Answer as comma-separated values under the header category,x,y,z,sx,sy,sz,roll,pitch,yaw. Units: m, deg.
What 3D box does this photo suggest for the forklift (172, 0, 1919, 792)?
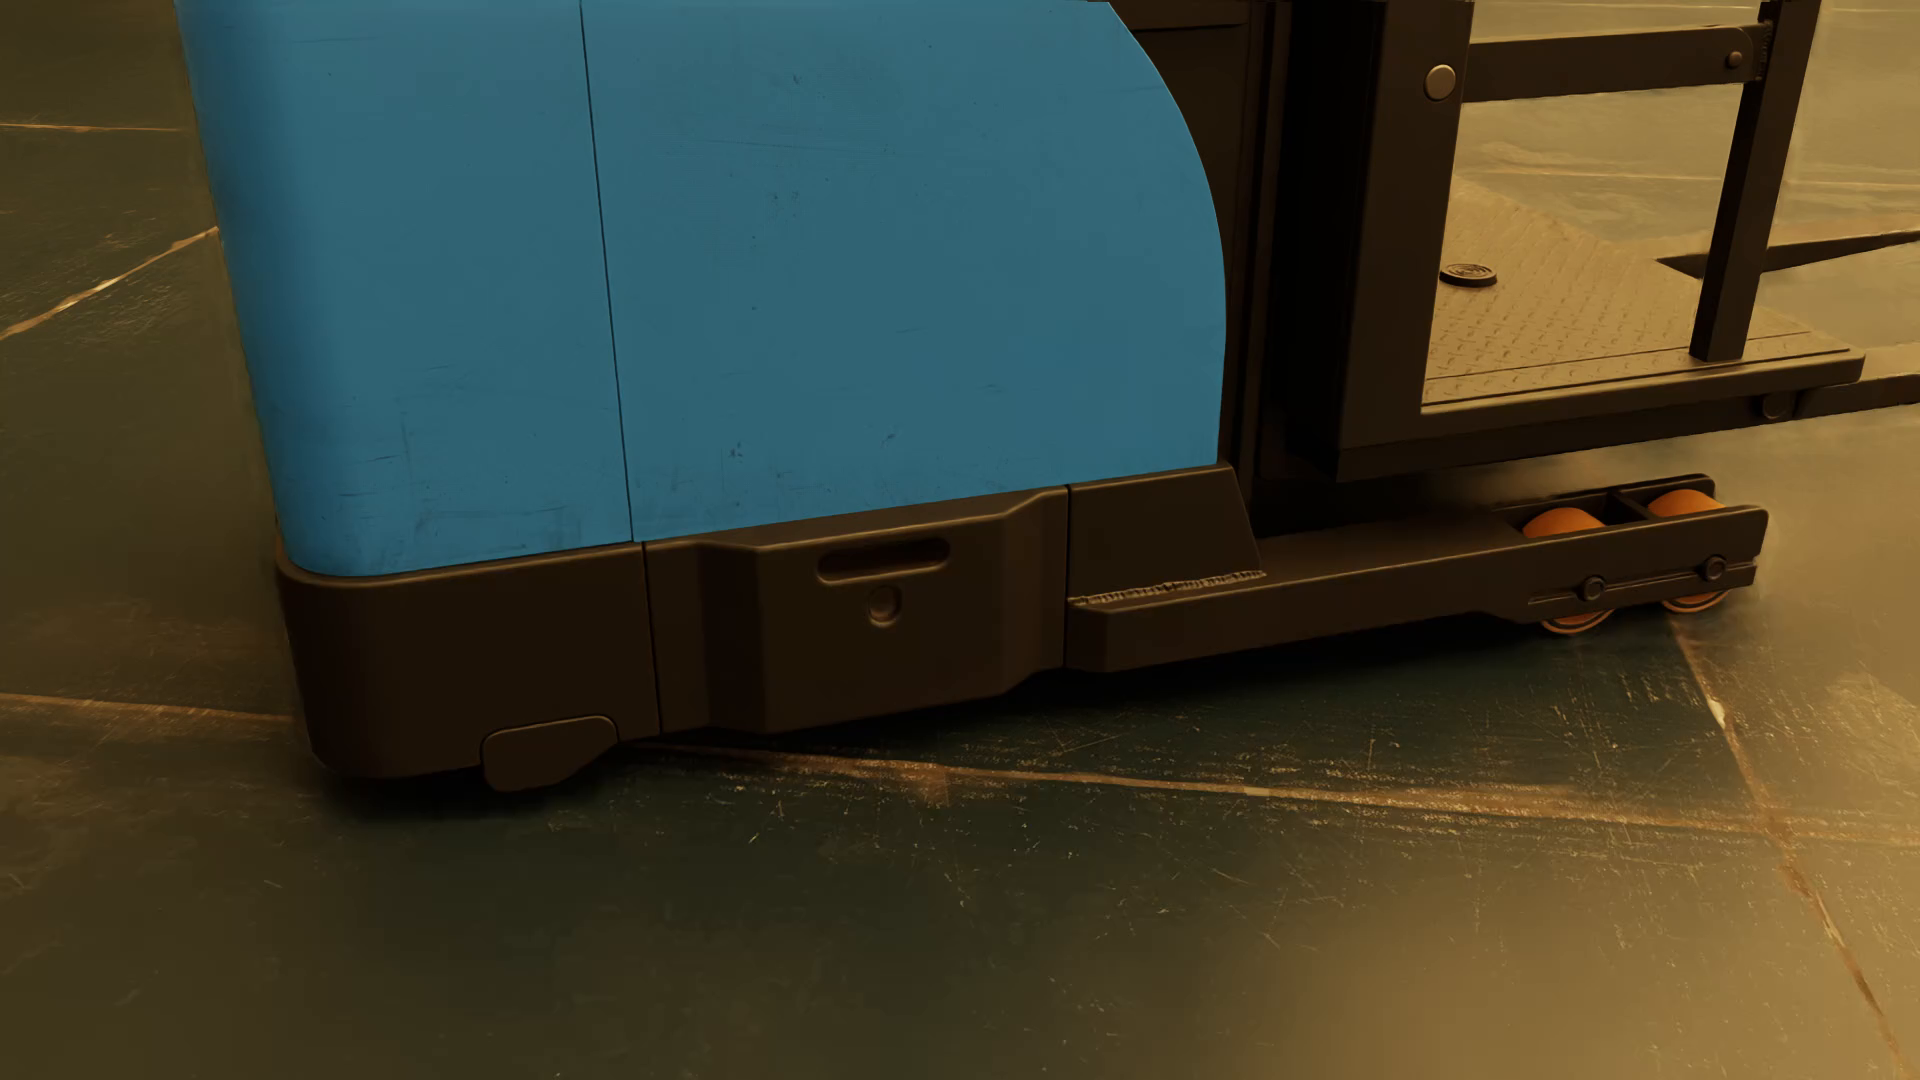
category,x,y,z,sx,sy,sz,roll,pitch,yaw
forklift,0.583,-1.401,2.026,3.031,2.935,1.130,-8,28,-16
